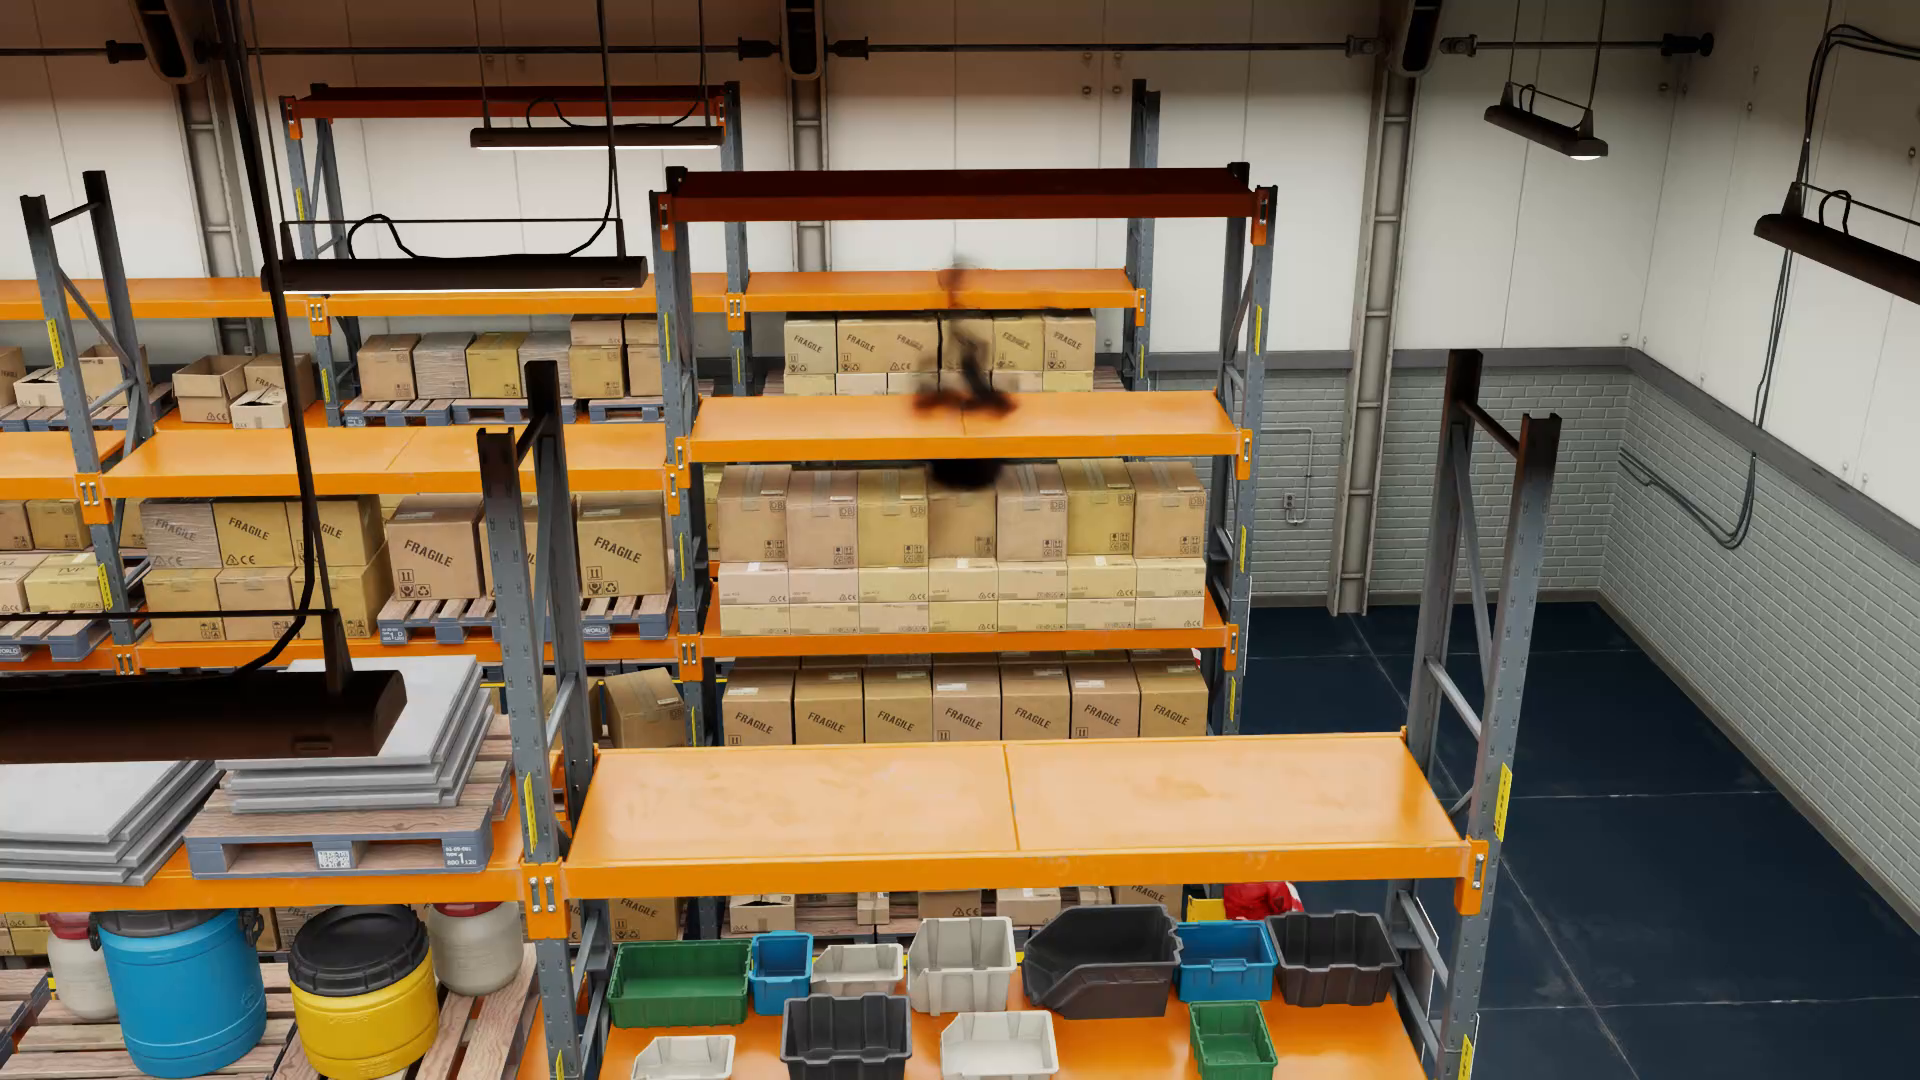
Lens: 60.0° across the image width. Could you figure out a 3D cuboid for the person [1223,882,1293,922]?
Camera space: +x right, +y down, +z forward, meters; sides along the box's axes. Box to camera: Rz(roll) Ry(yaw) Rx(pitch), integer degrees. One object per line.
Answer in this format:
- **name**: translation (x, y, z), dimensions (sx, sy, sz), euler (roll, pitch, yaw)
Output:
- **person**: translation (2.099, 2.862, 11.871), dimensions (0.729, 1.762, 0.657), euler (-18, 28, -37)
